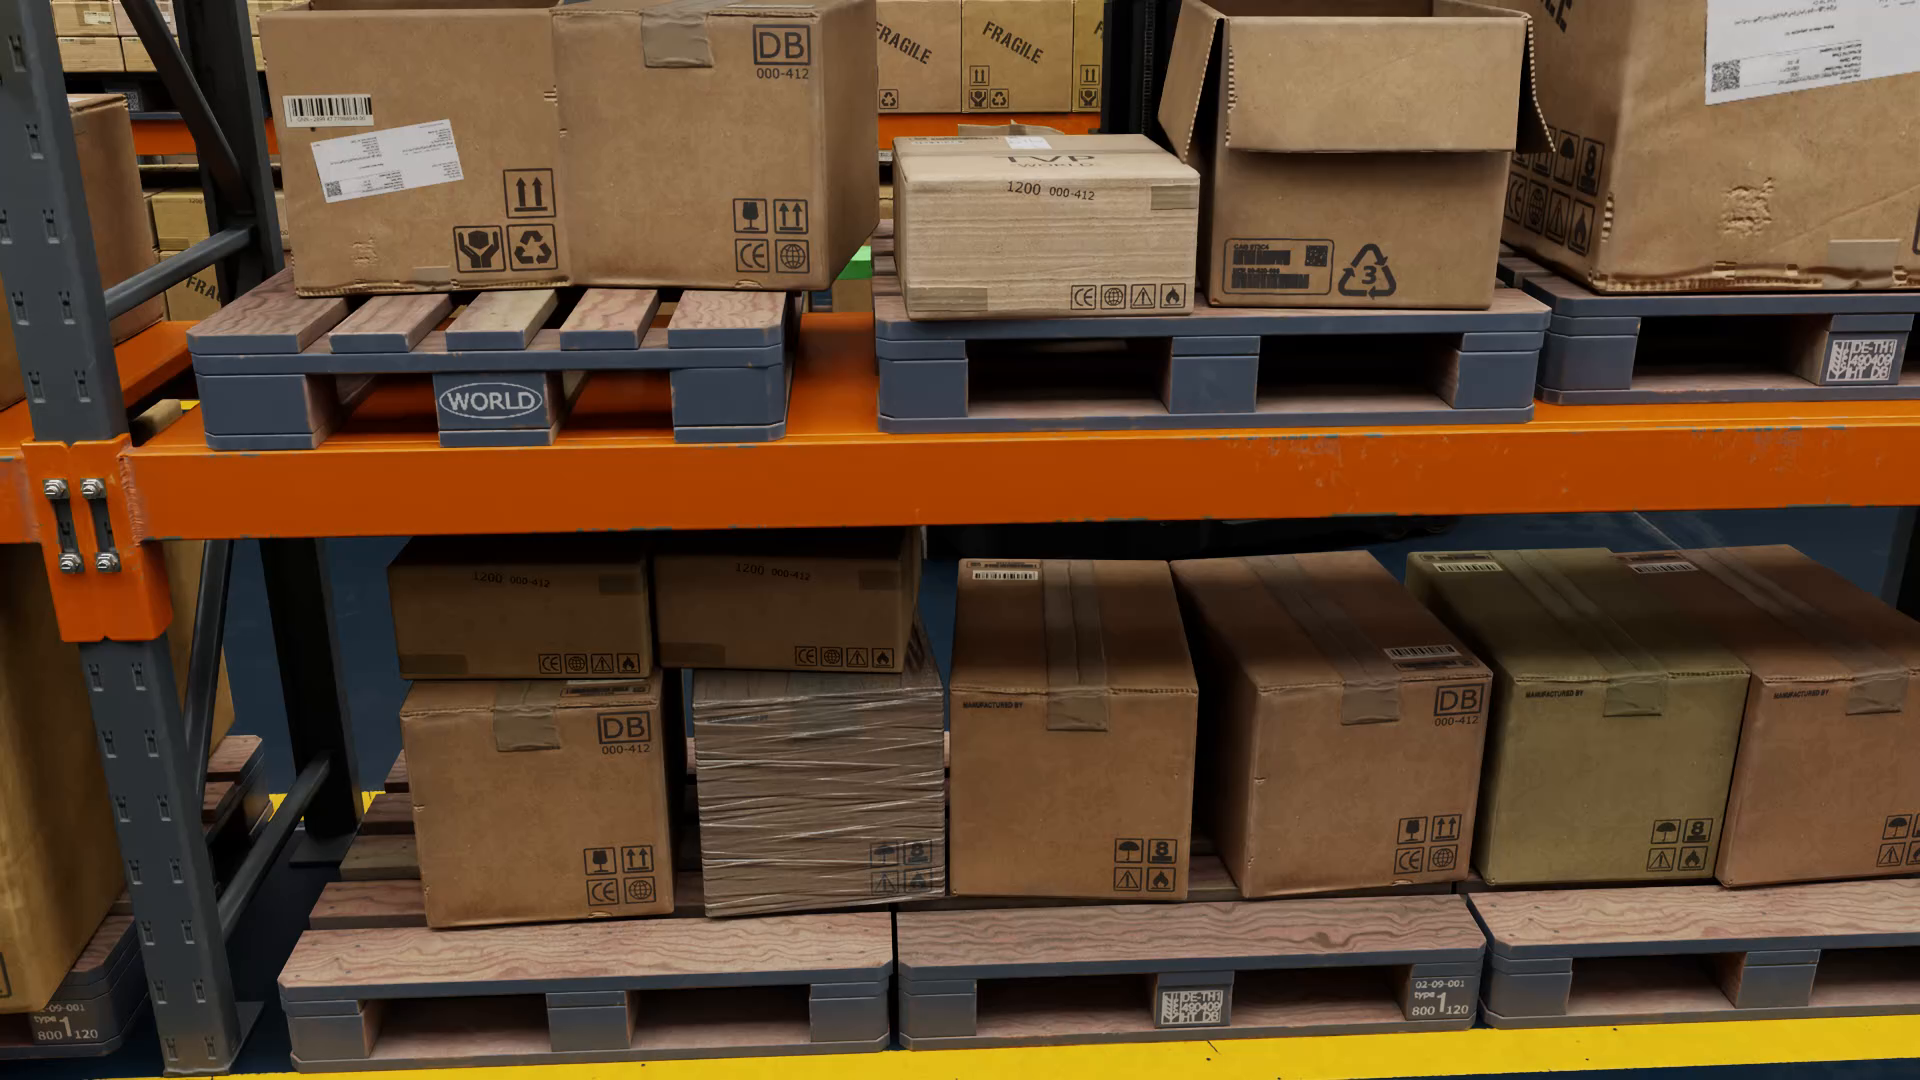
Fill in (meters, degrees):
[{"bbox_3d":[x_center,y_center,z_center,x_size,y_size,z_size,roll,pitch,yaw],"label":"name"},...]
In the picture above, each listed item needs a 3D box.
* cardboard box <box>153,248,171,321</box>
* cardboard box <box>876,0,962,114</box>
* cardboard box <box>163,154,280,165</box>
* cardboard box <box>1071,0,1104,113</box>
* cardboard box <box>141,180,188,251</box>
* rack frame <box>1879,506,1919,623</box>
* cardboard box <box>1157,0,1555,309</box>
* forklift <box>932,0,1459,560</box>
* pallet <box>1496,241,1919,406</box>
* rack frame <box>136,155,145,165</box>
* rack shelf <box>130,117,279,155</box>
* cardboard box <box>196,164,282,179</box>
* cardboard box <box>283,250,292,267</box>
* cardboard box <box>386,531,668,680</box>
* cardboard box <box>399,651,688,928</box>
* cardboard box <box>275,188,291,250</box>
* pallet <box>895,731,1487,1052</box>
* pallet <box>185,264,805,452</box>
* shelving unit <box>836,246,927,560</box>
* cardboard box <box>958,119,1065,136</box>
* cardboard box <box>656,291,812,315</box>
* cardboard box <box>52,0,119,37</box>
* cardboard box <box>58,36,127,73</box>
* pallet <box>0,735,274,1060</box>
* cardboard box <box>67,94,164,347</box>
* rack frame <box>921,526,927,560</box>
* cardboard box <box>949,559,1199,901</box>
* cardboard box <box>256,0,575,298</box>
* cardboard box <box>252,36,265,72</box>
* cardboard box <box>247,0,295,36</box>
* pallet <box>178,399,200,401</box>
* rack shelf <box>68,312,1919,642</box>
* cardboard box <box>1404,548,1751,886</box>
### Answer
[{"bbox_3d":[-3.921,-1.168,7.896,0.500,0.500,0.500,-1,21,-2],"label":"cardboard box"},{"bbox_3d":[-0.256,-2.255,7.688,0.500,0.500,0.500,-1,21,-3],"label":"cardboard box"},{"bbox_3d":[-5.493,-3.193,12.688,0.875,0.875,0.875,-1,21,-1],"label":"cardboard box"},{"bbox_3d":[0.748,-2.276,7.742,0.500,0.500,0.500,-1,21,-2],"label":"cardboard box"},{"bbox_3d":[-3.930,-1.513,7.747,0.500,0.250,0.500,0,21,-1],"label":"cardboard box"},{"bbox_3d":[2.445,-0.591,3.458,0.127,3.000,1.000,-1,21,-3],"label":"rack frame"},{"bbox_3d":[0.720,-0.768,3.186,0.637,0.503,0.797,1,21,2],"label":"cardboard box"},{"bbox_3d":[1.324,-1.537,6.040,3.031,2.935,1.130,-8,22,-19],"label":"forklift"},{"bbox_3d":[1.674,-0.538,3.587,1.213,0.211,1.003,-1,21,-3],"label":"pallet"},{"bbox_3d":[-6.108,-3.949,12.277,0.127,3.000,1.000,-1,21,-3],"label":"rack frame"},{"bbox_3d":[-3.727,-1.897,7.899,4.000,0.370,1.077,-1,21,-3],"label":"rack shelf"},{"bbox_3d":[-3.434,-1.708,8.262,0.500,0.250,0.500,-1,21,-3],"label":"cardboard box"},{"bbox_3d":[-2.891,-1.186,7.944,0.500,0.500,0.500,0,21,-1],"label":"cardboard box"},{"bbox_3d":[-0.881,0.078,3.541,0.500,0.250,0.500,0,21,-1],"label":"cardboard box"},{"bbox_3d":[-0.881,0.432,3.665,0.500,0.500,0.700,-2,21,-6],"label":"cardboard box"},{"bbox_3d":[-2.902,-1.531,7.796,0.500,0.250,0.500,-1,21,-2],"label":"cardboard box"},{"bbox_3d":[0.447,0.754,3.843,1.213,0.211,1.003,-1,21,-3],"label":"pallet"},{"bbox_3d":[-0.843,-0.472,3.416,1.003,0.211,1.213,-1,21,-3],"label":"pallet"},{"bbox_3d":[-0.380,-0.523,5.809,0.503,1.200,0.258,-2,21,-6],"label":"shelving unit"},{"bbox_3d":[0.101,-0.773,3.534,0.258,0.266,0.396,-2,21,-5],"label":"cardboard box"},{"bbox_3d":[-1.118,-1.399,8.152,0.750,0.750,1.050,-1,21,-4],"label":"cardboard box"},{"bbox_3d":[-3.743,-2.288,7.258,0.250,0.149,0.380,-2,21,-4],"label":"cardboard box"},{"bbox_3d":[-3.750,-2.148,7.311,0.250,0.149,0.380,-2,21,-6],"label":"cardboard box"},{"bbox_3d":[-2.340,0.783,3.769,1.213,0.211,1.003,-1,21,-3],"label":"pallet"},{"bbox_3d":[-2.049,-0.643,3.454,0.500,0.500,0.500,-1,21,-1],"label":"cardboard box"},{"bbox_3d":[-0.138,-0.533,5.834,0.015,1.200,0.240,-2,21,-6],"label":"rack frame"},{"bbox_3d":[0.238,0.402,3.743,0.500,0.500,0.700,1,21,1],"label":"cardboard box"},{"bbox_3d":[-1.012,-0.778,3.218,0.500,0.500,0.500,-4,21,-10],"label":"cardboard box"},{"bbox_3d":[-2.951,-2.166,7.357,0.250,0.149,0.380,-1,21,-4],"label":"cardboard box"},{"bbox_3d":[-2.977,-2.303,7.298,0.250,0.149,0.380,-1,21,-3],"label":"cardboard box"},{"bbox_3d":[-3.726,-0.932,8.271,1.213,0.211,1.003,-1,21,-3],"label":"pallet"},{"bbox_3d":[0.448,-0.214,3.479,4.000,0.370,1.077,-1,21,-3],"label":"rack shelf"},{"bbox_3d":[1.353,0.379,3.804,0.500,0.500,0.700,-1,21,-3],"label":"cardboard box"}]
